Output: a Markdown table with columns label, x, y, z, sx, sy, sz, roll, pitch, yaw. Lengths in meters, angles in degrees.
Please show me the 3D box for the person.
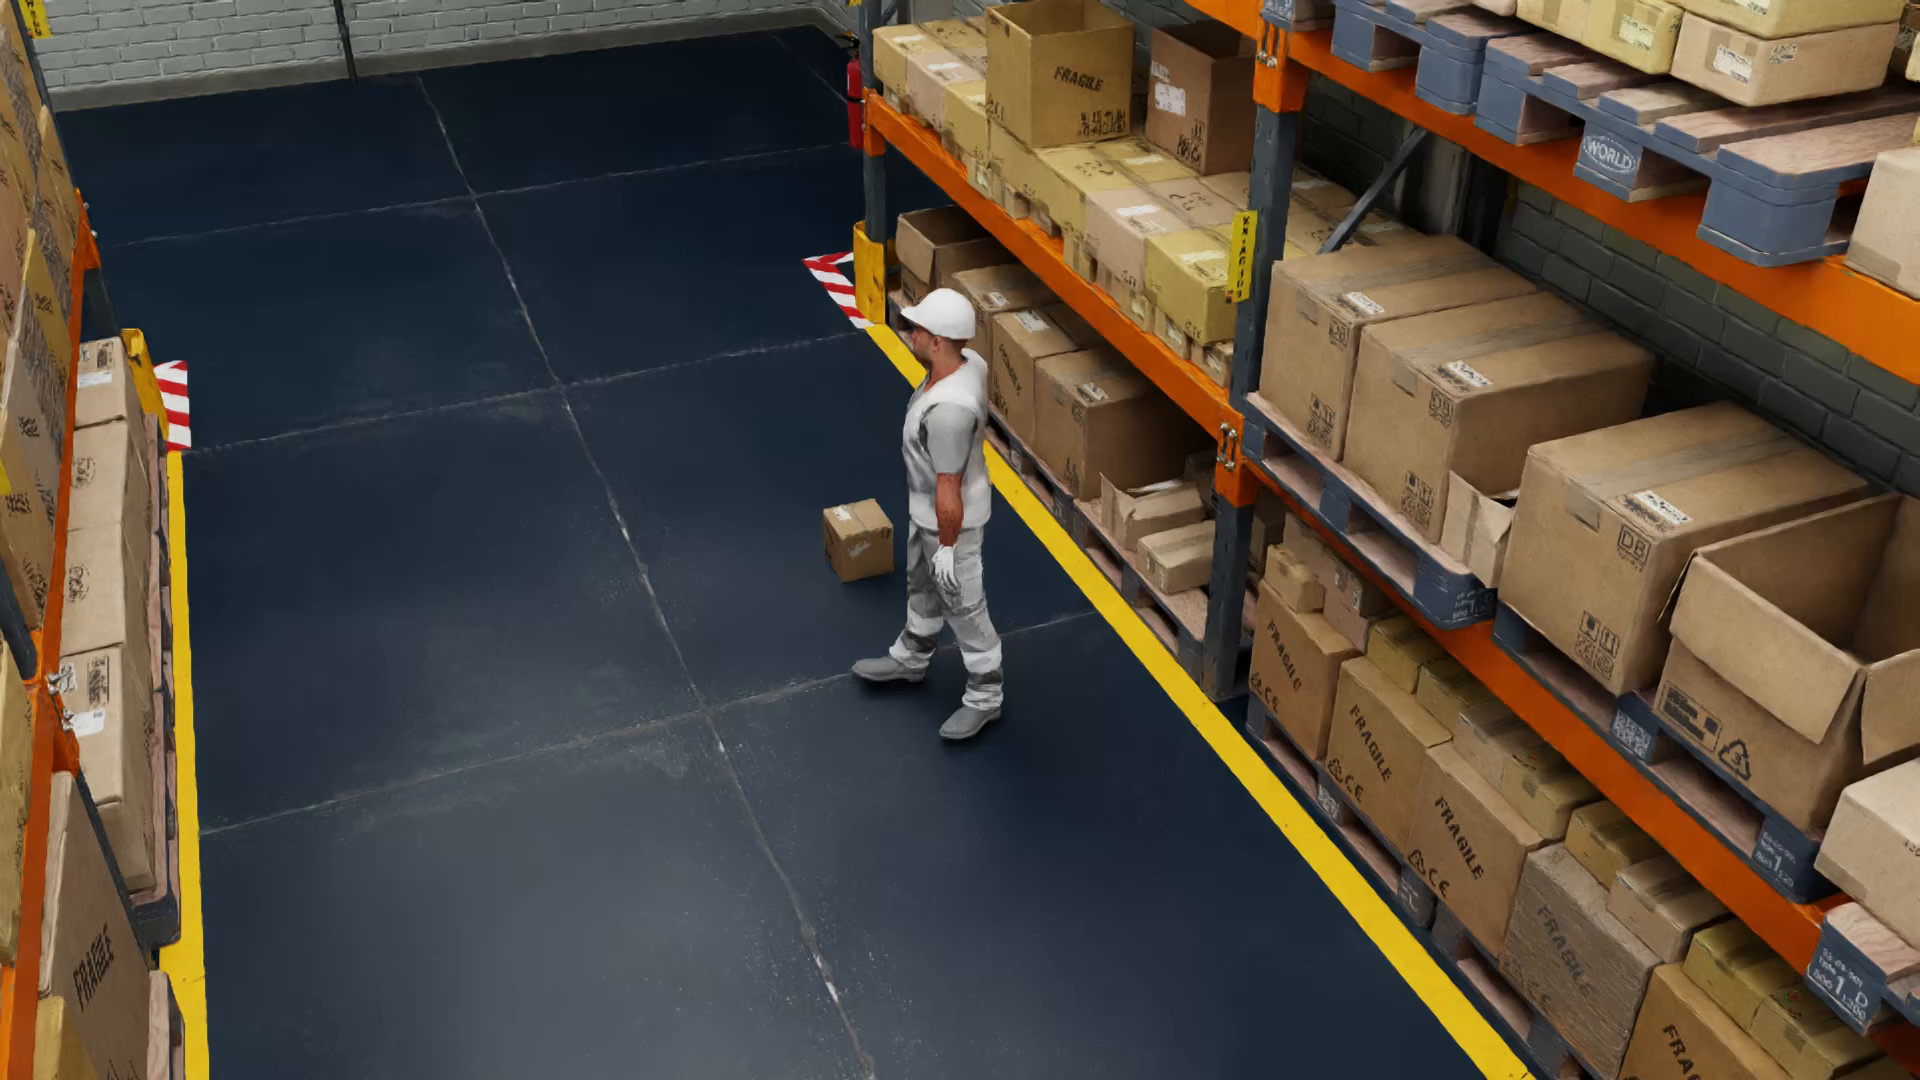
| label | x | y | z | sx | sy | sz | roll | pitch | yaw |
| --- | --- | --- | --- | --- | --- | --- | --- | --- | --- |
| person | -0.134 | -0.125 | 6.266 | 0.610 | 1.783 | 0.755 | -1 | 33 | -1 |
